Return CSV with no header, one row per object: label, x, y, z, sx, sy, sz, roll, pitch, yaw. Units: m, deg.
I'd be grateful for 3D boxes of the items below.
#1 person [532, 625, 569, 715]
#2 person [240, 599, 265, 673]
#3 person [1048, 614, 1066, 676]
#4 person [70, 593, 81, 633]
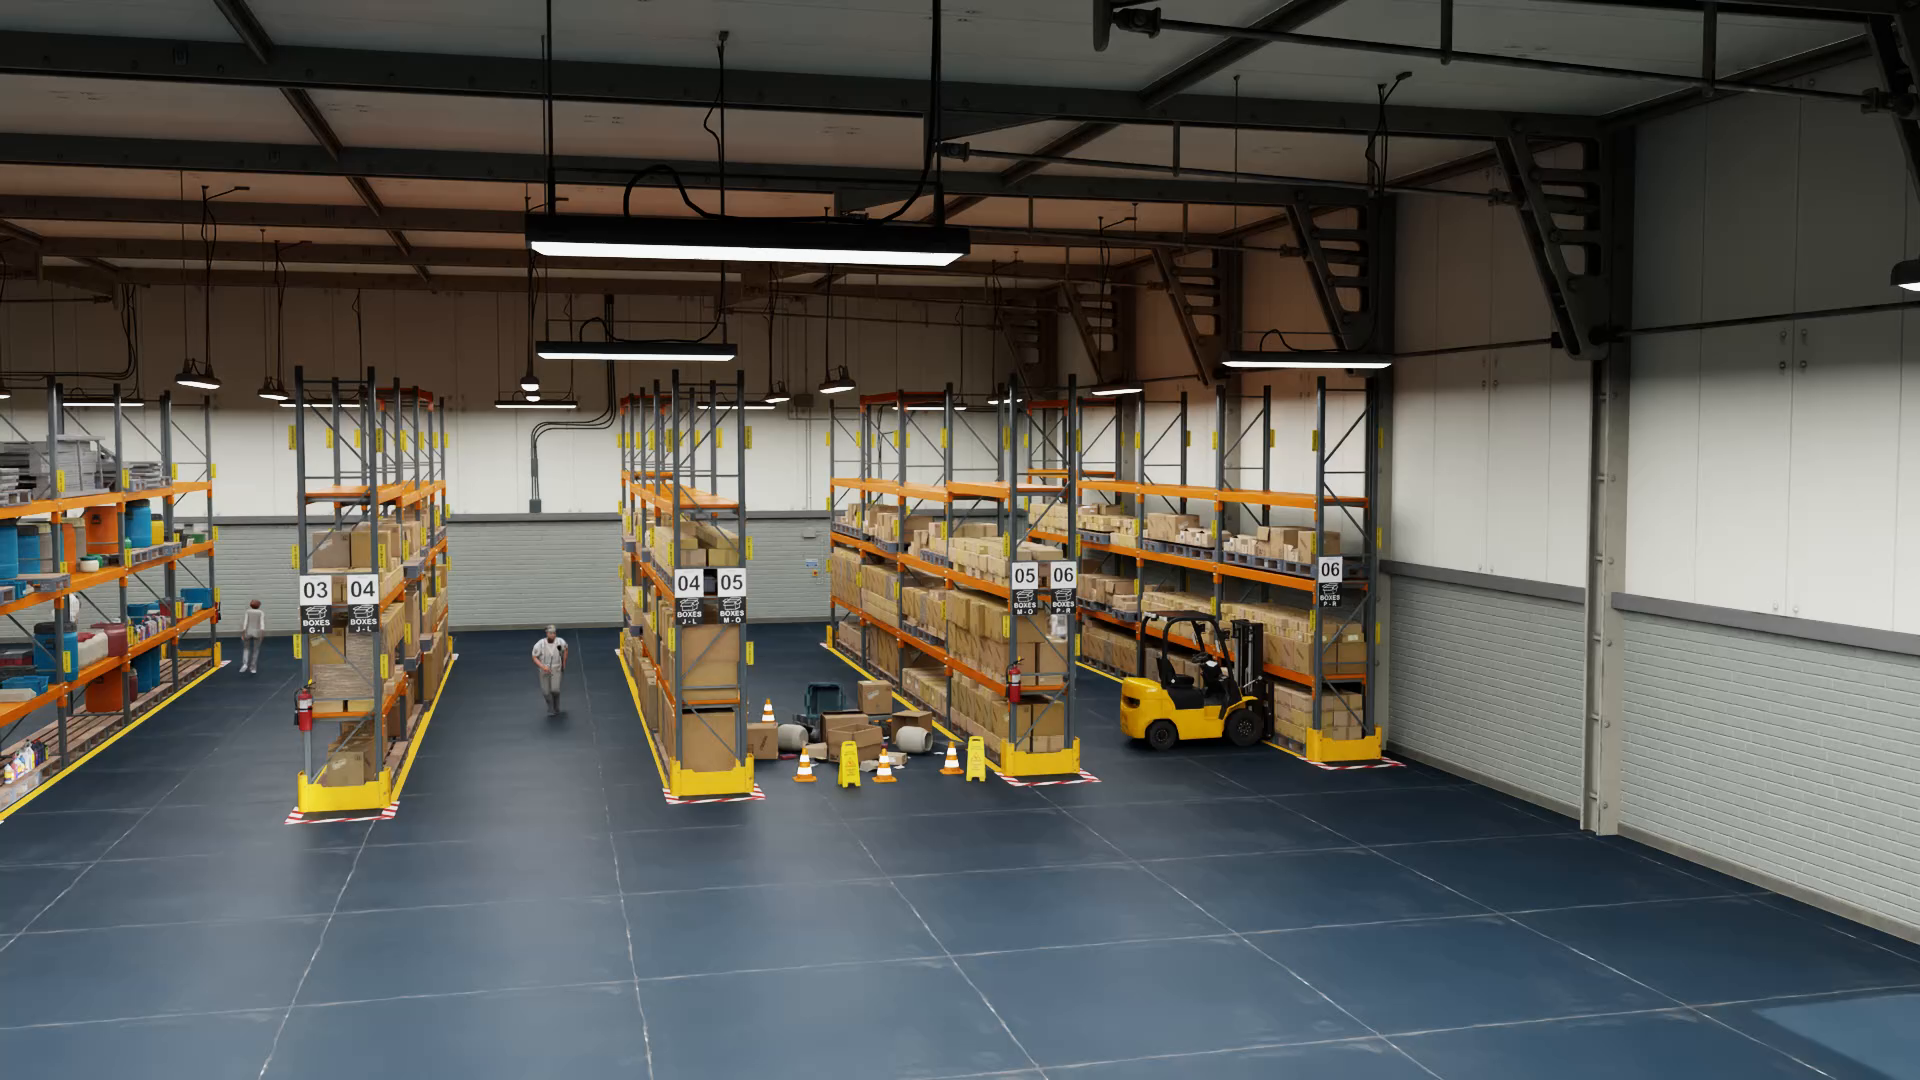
person,-7.440,2.359,30.218,0.612,1.691,0.739,0,3,-6
person,-15.210,2.062,35.726,0.511,1.602,0.367,-1,3,-9
person,2.113,2.054,35.335,0.433,1.681,0.526,3,4,38
person,-21.005,1.830,39.260,0.433,1.686,0.506,-1,3,-12
